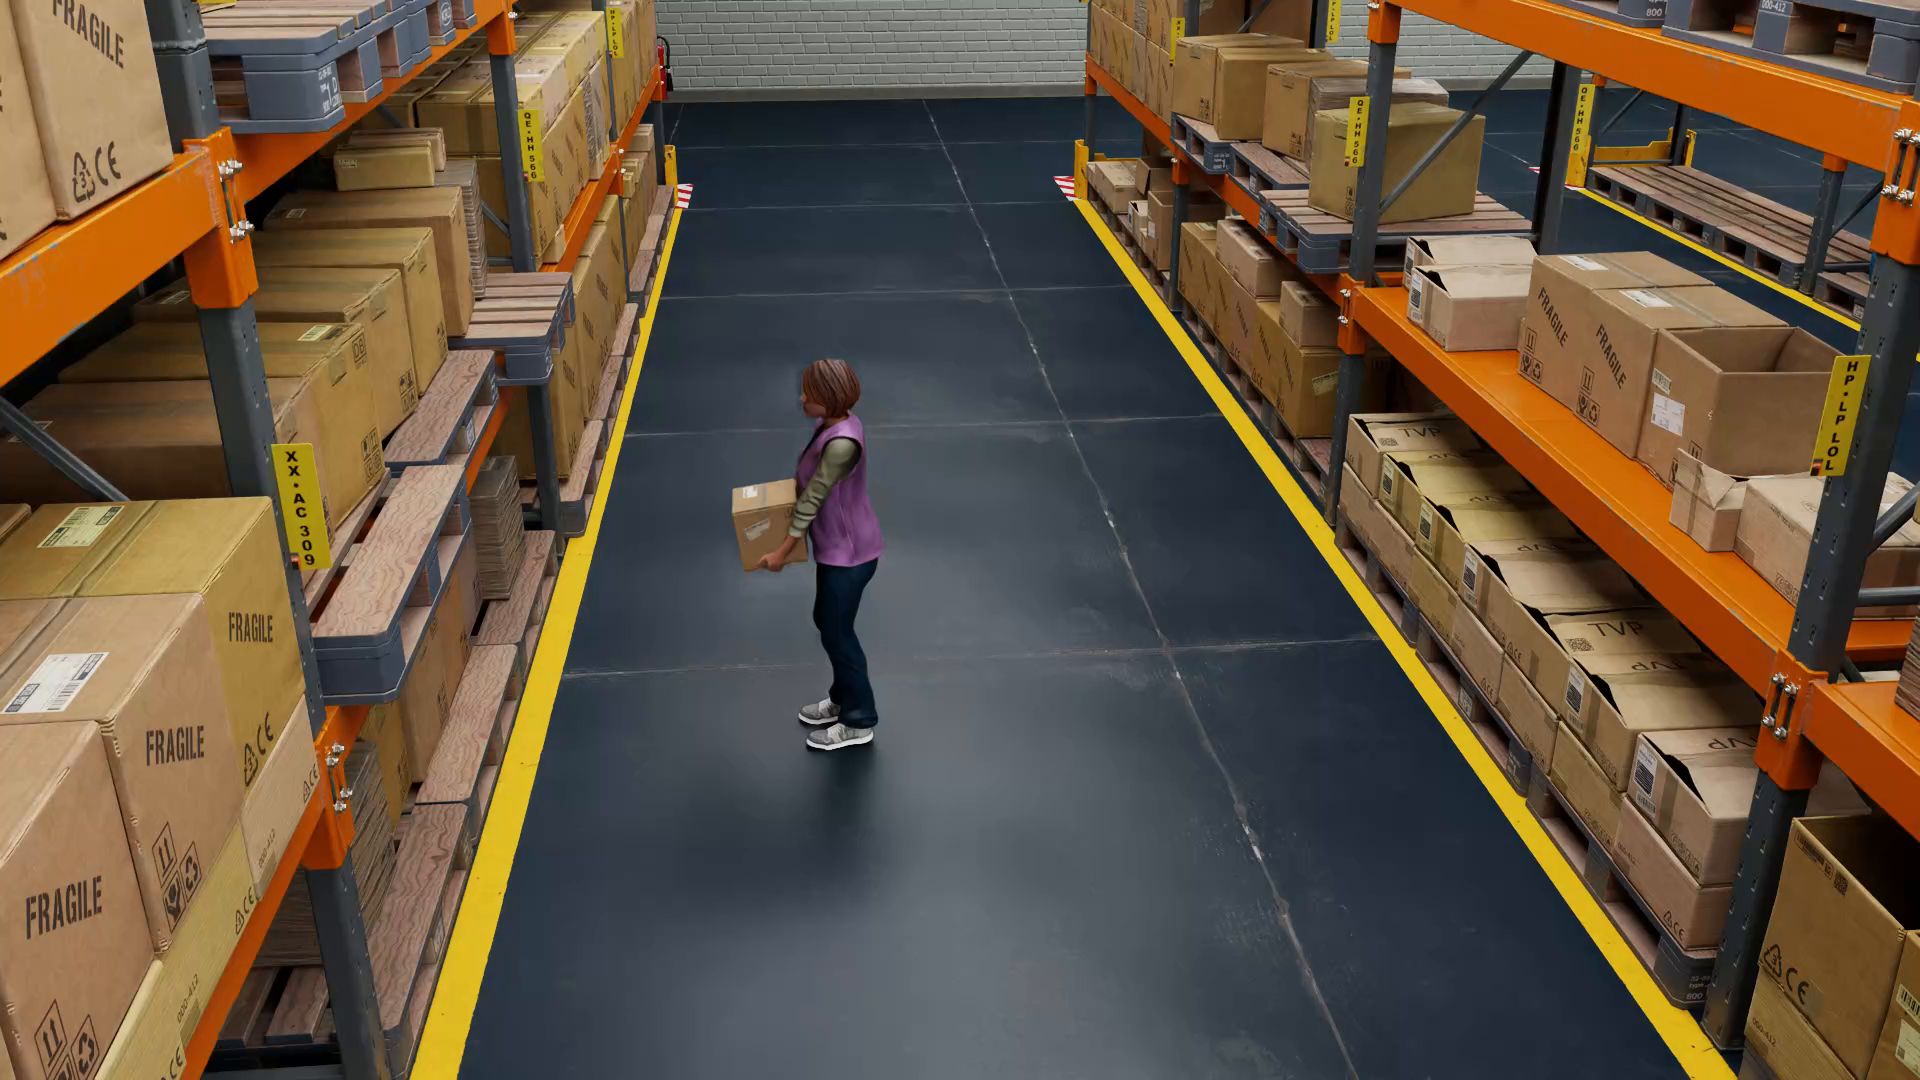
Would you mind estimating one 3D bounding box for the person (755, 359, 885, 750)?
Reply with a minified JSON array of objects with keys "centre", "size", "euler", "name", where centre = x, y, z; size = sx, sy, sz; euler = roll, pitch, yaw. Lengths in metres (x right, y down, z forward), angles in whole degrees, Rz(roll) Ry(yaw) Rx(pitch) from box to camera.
[{"centre":[-0.545,0.059,6.489],"size":[0.503,1.598,0.375],"euler":[-3,24,-6],"name":"person"}]
